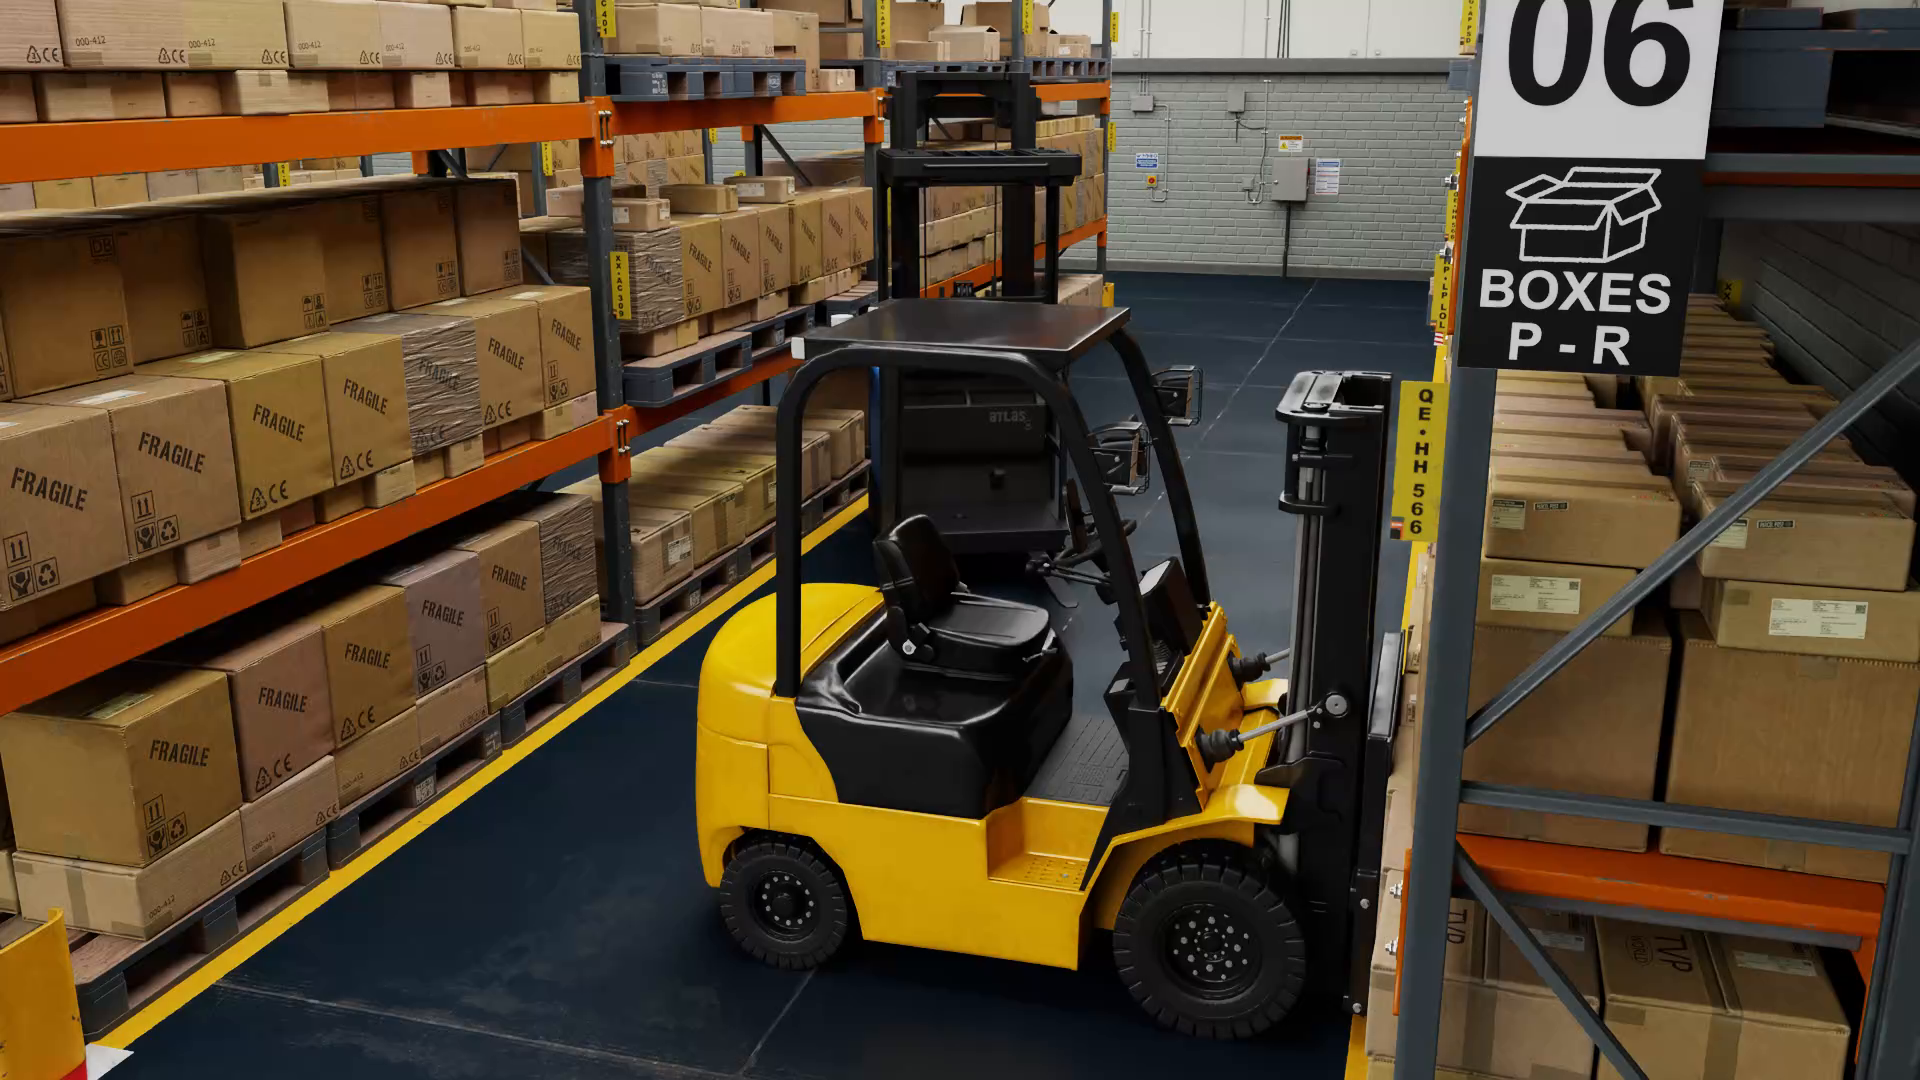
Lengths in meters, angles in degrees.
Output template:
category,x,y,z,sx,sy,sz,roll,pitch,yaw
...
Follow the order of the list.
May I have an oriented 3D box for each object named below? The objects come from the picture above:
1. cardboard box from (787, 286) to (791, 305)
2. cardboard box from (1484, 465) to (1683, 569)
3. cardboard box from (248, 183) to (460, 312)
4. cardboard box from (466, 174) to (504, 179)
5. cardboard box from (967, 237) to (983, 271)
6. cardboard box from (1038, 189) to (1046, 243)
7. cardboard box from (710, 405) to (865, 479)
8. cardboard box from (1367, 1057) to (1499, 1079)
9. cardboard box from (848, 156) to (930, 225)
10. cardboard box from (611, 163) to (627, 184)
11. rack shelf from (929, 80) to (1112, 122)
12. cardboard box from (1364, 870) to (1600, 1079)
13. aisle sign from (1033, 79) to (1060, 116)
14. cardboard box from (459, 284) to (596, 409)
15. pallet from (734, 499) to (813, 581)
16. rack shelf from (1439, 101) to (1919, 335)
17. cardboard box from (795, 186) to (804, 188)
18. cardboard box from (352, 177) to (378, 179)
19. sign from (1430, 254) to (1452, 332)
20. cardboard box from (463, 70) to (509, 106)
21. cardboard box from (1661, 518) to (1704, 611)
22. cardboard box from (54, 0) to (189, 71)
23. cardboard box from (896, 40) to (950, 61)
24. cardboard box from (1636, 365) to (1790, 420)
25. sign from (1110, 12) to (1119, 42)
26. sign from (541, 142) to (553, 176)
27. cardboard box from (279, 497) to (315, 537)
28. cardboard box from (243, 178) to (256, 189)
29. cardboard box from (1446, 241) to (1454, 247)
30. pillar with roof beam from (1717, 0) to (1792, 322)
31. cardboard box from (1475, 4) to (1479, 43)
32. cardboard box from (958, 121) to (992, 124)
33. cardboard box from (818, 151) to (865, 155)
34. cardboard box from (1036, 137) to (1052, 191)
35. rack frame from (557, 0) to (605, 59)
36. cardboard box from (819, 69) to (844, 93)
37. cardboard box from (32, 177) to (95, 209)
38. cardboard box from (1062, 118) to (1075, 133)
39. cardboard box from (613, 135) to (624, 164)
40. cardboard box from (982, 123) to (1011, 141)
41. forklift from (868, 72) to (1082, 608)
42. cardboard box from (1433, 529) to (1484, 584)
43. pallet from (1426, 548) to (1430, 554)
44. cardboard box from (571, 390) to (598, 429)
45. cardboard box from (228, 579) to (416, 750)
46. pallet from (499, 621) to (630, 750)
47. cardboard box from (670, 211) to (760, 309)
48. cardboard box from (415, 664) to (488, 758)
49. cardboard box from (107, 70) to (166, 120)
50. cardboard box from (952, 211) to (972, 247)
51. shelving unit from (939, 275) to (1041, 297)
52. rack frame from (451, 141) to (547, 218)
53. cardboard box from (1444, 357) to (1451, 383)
category,x,y,z,sx,sy,sz,roll,pitch,yaw
cardboard box,-1.288,-1.552,10.496,0.380,0.149,0.250,5,17,16
cardboard box,1.337,-0.051,3.595,0.380,0.149,0.250,5,16,16
cardboard box,-2.685,-1.310,7.391,0.700,0.500,0.500,5,17,16
cardboard box,-4.690,-3.495,16.257,0.380,0.149,0.250,4,16,14
cardboard box,-0.106,-2.488,14.381,0.500,0.250,0.500,4,16,14
cardboard box,0.619,-3.243,16.583,0.500,0.500,0.500,5,17,16
cardboard box,-1.219,-0.706,11.866,0.950,0.372,0.625,3,16,12
cardboard box,1.276,1.291,4.134,0.500,0.250,0.500,4,16,15
cardboard box,-0.543,-2.684,12.781,0.500,0.500,0.500,5,16,16
cardboard box,-3.993,-3.879,18.279,0.500,0.500,0.500,4,16,15
rack shelf,0.656,-4.581,17.306,1.077,0.370,4.000,5,16,16
cardboard box,1.269,1.057,4.042,0.500,0.250,0.500,5,17,18
aisle sign,0.967,-5.300,19.253,0.394,0.787,0.004,5,16,16
cardboard box,-2.074,-0.924,7.861,0.500,0.500,0.500,4,16,14
pallet,-1.621,-0.051,10.621,1.003,0.211,1.213,5,16,16
rack shelf,2.006,-1.058,4.884,1.077,0.370,4.000,5,16,16
cardboard box,-1.399,-2.208,11.620,0.500,0.500,0.500,4,16,14
cardboard box,-5.534,-3.346,15.730,0.380,0.149,0.250,4,16,15
sign,2.051,-1.043,7.032,0.100,0.325,0.005,5,16,16
cardboard box,-2.189,-1.956,7.192,0.380,0.149,0.250,5,17,16
cardboard box,1.792,0.064,3.735,0.380,0.149,0.250,5,16,16
cardboard box,-2.772,-1.578,5.127,0.500,0.250,0.500,4,16,15
cardboard box,-0.306,-3.988,13.553,0.380,0.166,0.250,6,17,21
cardboard box,2.205,-0.415,4.878,0.380,0.149,0.250,5,17,16
sign,1.741,-5.793,18.781,0.100,0.325,0.005,5,16,16
sign,-4.154,-3.834,16.726,0.100,0.325,0.005,5,16,16
cardboard box,-2.641,-0.111,6.184,0.380,0.149,0.250,5,17,18
cardboard box,-8.741,-4.169,19.760,0.500,0.250,0.500,5,17,17
cardboard box,3.700,-1.962,11.754,0.500,0.250,0.500,4,16,13
pillar with roof beam,0.077,-4.340,9.639,9.100,9.000,0.400,5,16,16
cardboard box,2.546,-2.343,7.306,0.500,0.311,0.500,4,16,14
cardboard box,0.129,-4.033,16.346,0.380,0.149,0.250,5,16,16
cardboard box,-0.868,-2.864,13.413,0.500,0.500,0.500,5,16,16
cardboard box,0.605,-3.728,16.460,0.500,0.500,0.500,4,16,15
rack frame,-2.186,-3.754,7.575,1.000,3.000,0.127,5,16,16
cardboard box,-1.000,-3.073,11.128,0.380,0.149,0.250,5,16,16
cardboard box,-6.392,-2.284,11.369,0.700,0.500,0.500,4,16,15
cardboard box,1.004,-4.401,17.646,0.380,0.149,0.250,5,17,17
cardboard box,-4.020,-4.356,18.130,0.500,0.500,0.500,5,17,17
cardboard box,0.426,-3.865,15.754,0.380,0.149,0.250,4,16,15
forklift,0.084,-1.240,9.831,1.130,2.935,3.031,-2,16,-7
cardboard box,1.312,0.020,3.888,0.380,0.149,0.250,5,17,17
pallet,3.091,0.341,9.239,1.003,0.211,1.213,5,16,16
cardboard box,-1.985,-0.640,8.048,0.380,0.149,0.250,4,16,15
cardboard box,-2.527,0.475,6.554,0.500,0.500,0.500,5,17,17
pallet,-2.343,0.652,8.145,1.003,0.211,1.213,5,16,16
cardboard box,-1.482,-1.621,9.550,0.500,0.500,0.500,5,16,16
cardboard box,-2.387,0.701,7.131,0.500,0.250,0.500,5,17,17
cardboard box,-2.773,-1.415,5.283,0.380,0.149,0.250,5,16,16
cardboard box,-0.210,-2.593,13.832,0.500,0.250,0.500,5,17,17
shelving unit,0.218,-1.100,11.957,0.431,1.500,0.755,9,18,29
rack frame,-4.687,-3.319,17.033,1.000,3.000,0.127,5,16,16
cardboard box,2.198,-0.437,6.688,0.500,0.500,0.500,4,16,14
